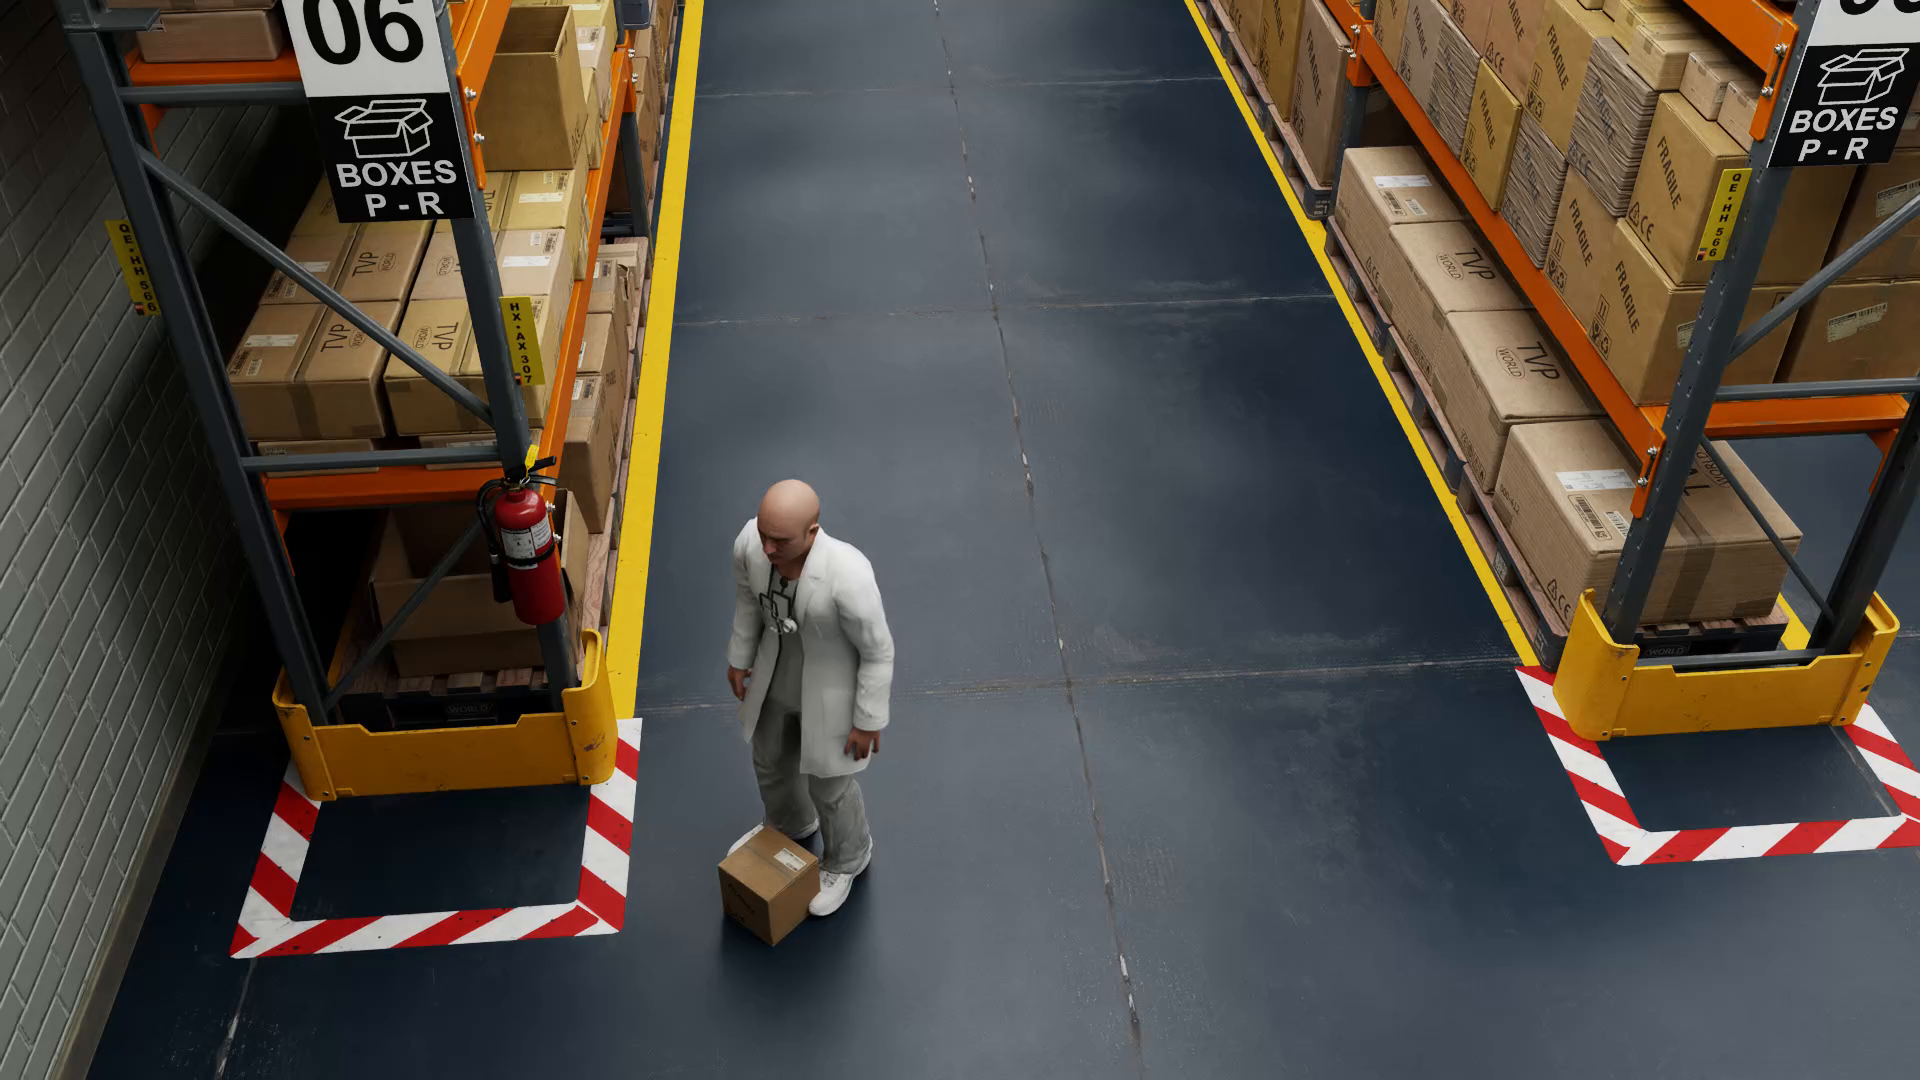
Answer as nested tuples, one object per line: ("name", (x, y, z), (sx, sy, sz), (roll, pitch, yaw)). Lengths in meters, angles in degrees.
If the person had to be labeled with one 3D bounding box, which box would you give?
("person", (-0.506, 0.503, 5.536), (0.653, 1.774, 0.424), (24, 44, 27))
